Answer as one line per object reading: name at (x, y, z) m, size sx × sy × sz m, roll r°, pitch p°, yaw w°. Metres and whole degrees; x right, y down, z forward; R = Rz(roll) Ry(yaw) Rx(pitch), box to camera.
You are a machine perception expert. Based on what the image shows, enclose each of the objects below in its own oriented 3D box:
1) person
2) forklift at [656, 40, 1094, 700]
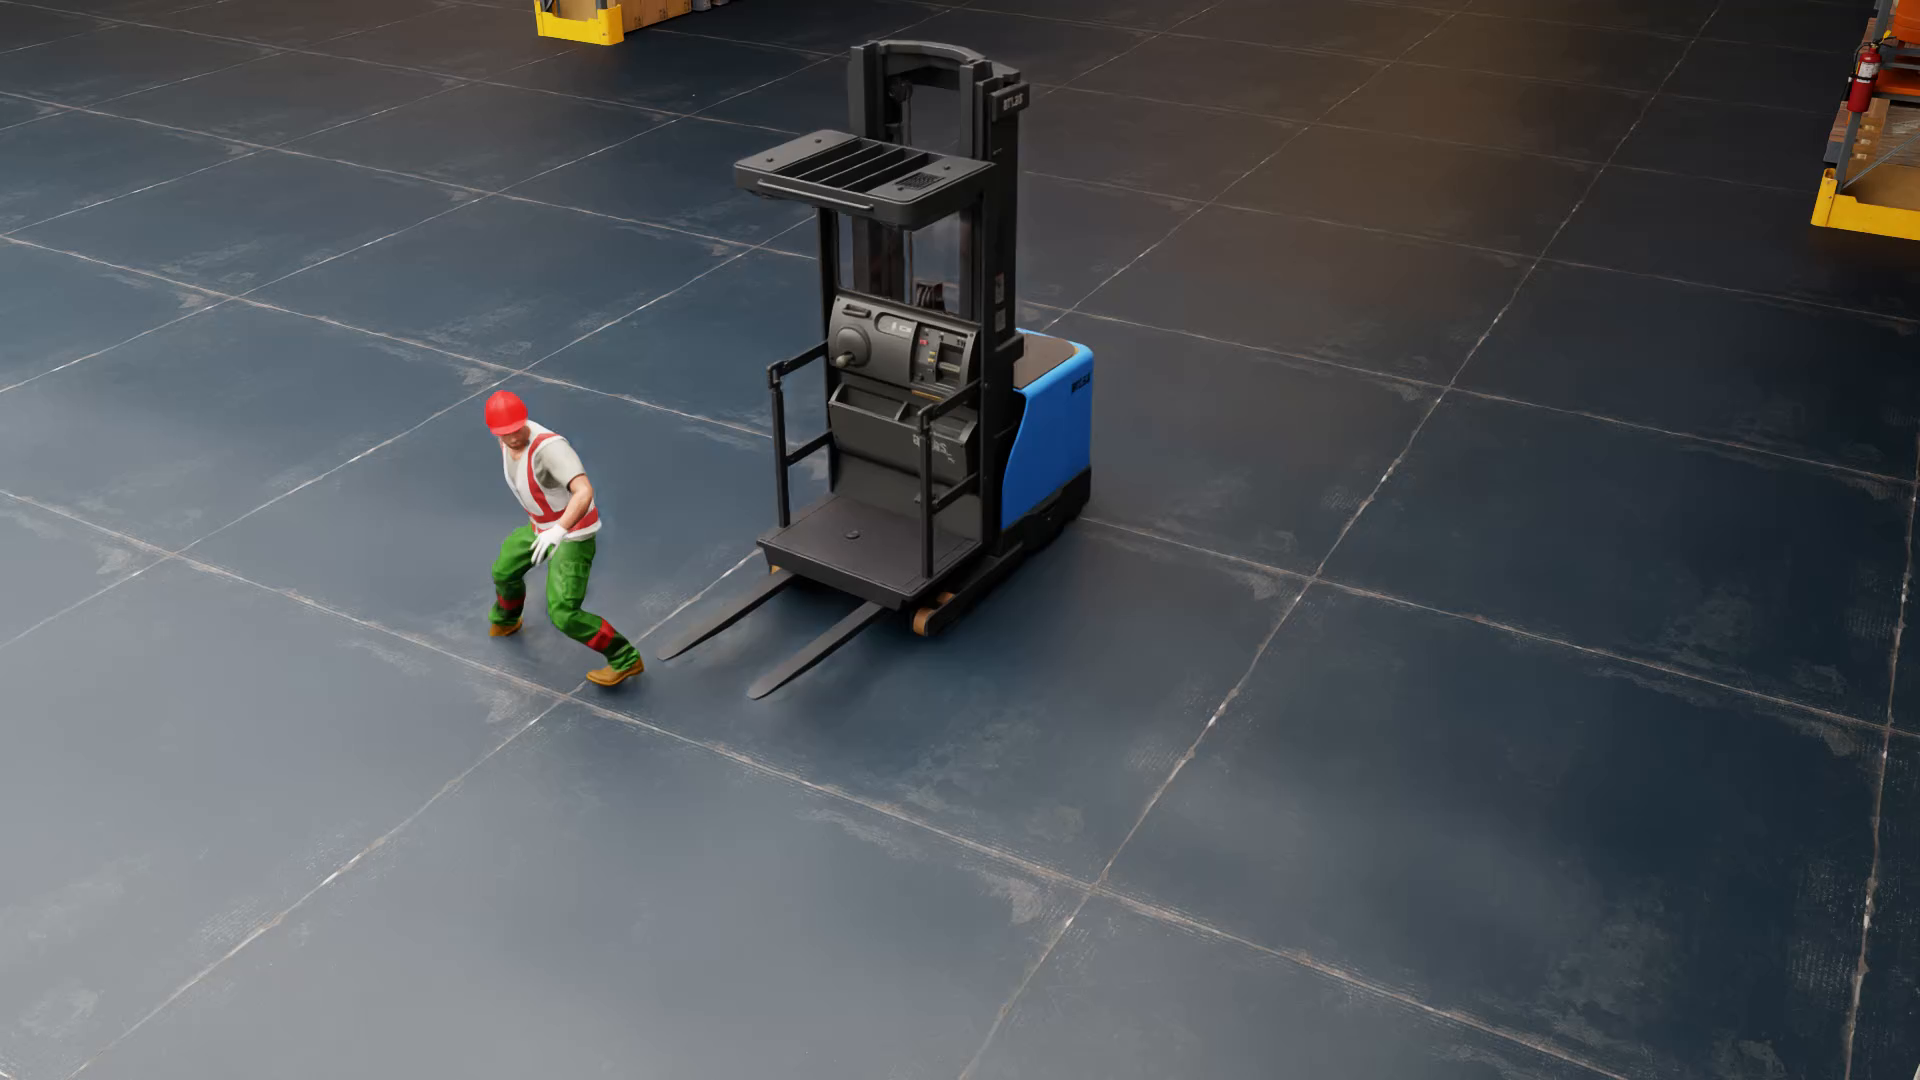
person at (-2.139, -0.022, 8.541) m, size 0.579 × 1.732 × 1.128 m, roll -21°, pitch 36°, yaw -32°
forklift at (-0.435, -1.010, 8.820) m, size 1.130 × 2.935 × 3.031 m, roll 19°, pitch 35°, yaw 29°
